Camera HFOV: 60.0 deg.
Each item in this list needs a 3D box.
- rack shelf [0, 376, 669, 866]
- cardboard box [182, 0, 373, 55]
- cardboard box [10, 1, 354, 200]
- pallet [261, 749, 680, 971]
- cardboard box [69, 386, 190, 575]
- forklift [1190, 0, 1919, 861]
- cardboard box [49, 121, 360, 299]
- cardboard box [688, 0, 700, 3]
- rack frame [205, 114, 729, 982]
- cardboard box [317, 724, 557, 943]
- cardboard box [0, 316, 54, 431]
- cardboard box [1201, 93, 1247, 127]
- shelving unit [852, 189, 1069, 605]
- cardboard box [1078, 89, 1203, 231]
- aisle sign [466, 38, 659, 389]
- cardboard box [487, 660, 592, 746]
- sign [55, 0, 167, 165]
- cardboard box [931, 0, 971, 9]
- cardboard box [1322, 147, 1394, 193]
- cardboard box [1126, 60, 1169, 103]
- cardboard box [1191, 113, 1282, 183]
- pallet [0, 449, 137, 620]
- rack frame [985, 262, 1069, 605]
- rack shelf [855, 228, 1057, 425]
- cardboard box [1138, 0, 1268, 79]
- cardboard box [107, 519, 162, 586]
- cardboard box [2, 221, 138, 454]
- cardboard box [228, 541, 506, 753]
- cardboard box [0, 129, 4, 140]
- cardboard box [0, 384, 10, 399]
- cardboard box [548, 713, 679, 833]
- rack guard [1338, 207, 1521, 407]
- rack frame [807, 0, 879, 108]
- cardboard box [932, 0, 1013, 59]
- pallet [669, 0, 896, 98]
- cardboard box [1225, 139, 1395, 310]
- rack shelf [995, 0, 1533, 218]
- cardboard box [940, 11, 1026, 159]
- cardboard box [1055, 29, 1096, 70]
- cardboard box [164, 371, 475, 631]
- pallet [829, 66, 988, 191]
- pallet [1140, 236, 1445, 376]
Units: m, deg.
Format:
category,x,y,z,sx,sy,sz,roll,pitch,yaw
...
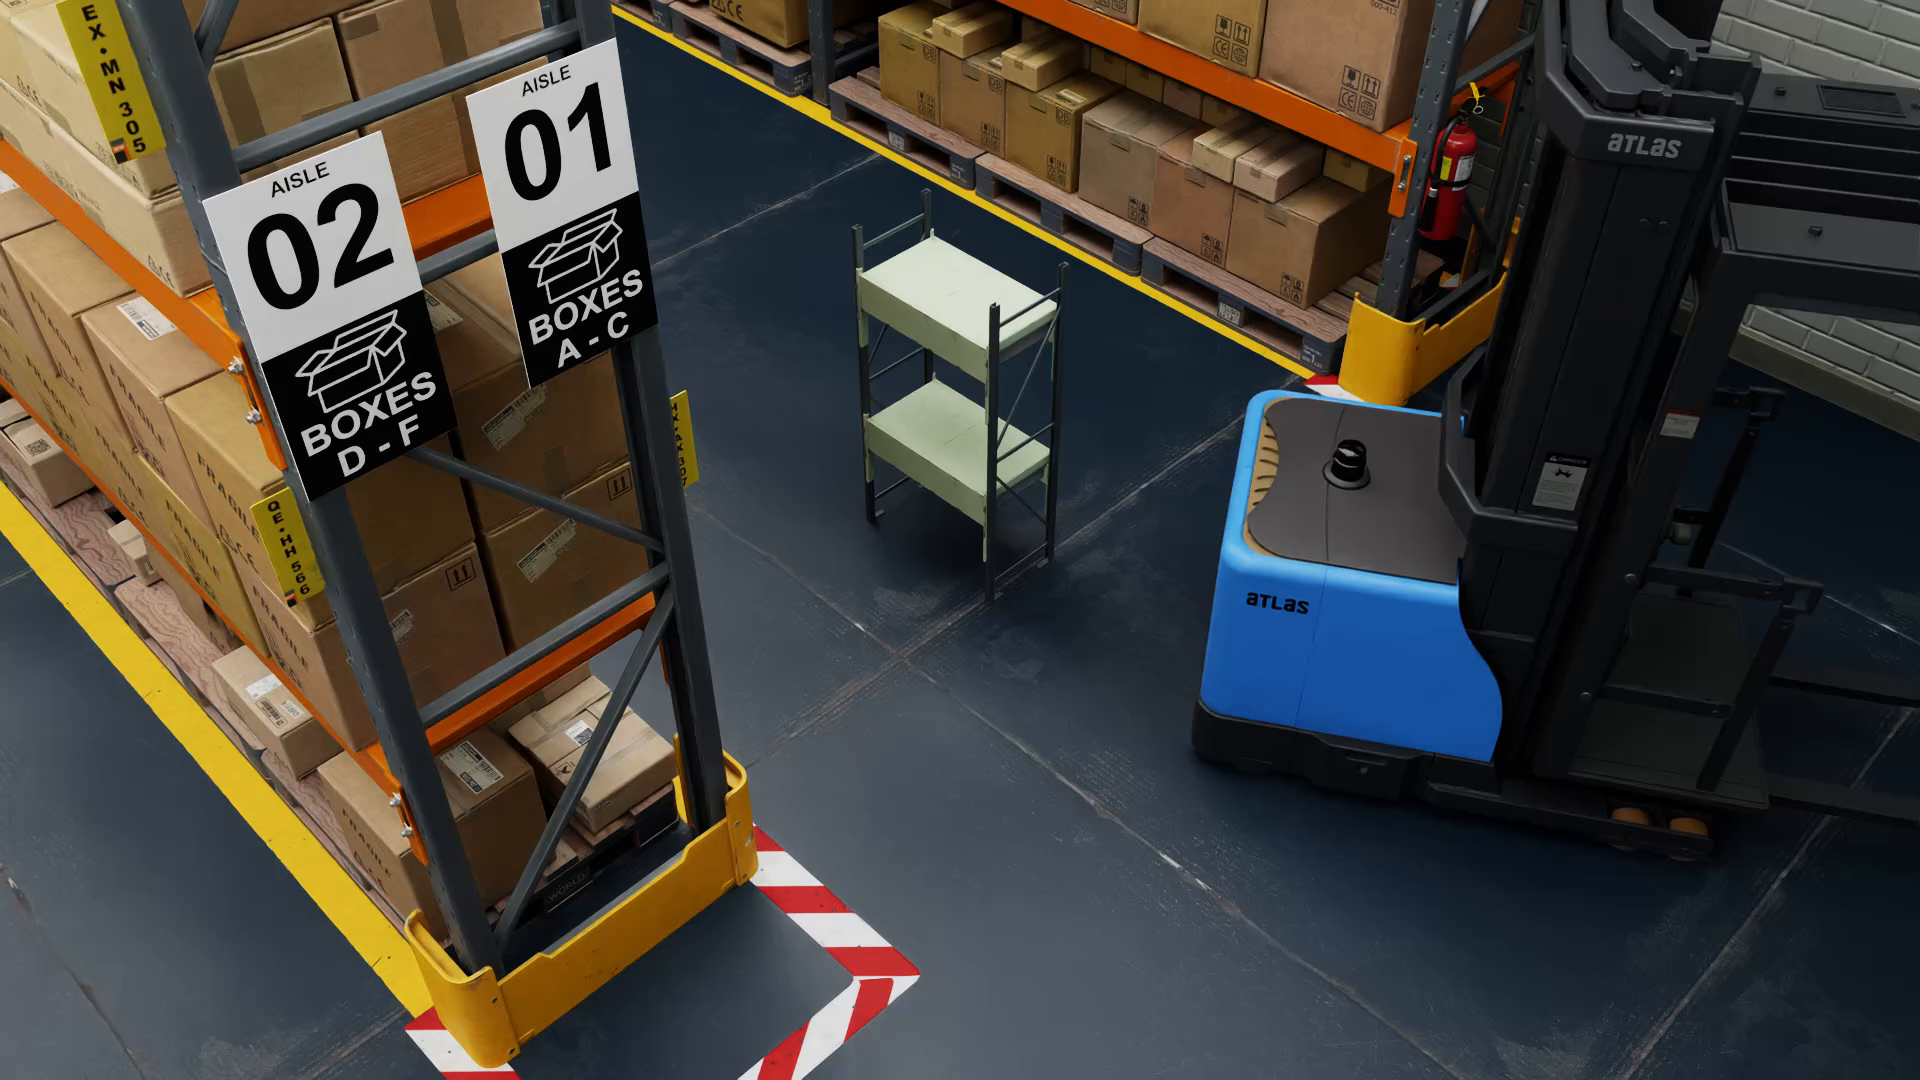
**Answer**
category,x,y,z,sx,sy,sz,roll,pitch,yaw
rack shelf,-2.591,-0.391,5.993,1.077,0.370,4.000,-34,53,-31
cardboard box,-1.553,-1.439,3.576,0.700,0.500,0.500,-34,53,-31
cardboard box,-1.722,-1.049,3.707,0.500,0.250,0.500,-34,53,-31
pallet,-1.796,0.911,6.109,1.003,0.211,1.213,-34,53,-31
cardboard box,-2.405,-0.306,5.297,0.500,0.500,0.500,-34,52,-31
forklift,2.451,-0.319,5.436,3.031,2.935,1.130,9,44,10
cardboard box,-1.728,-0.861,3.872,0.500,0.250,0.500,-34,53,-31
cardboard box,-1.680,-4.033,10.679,0.750,0.750,0.750,-32,52,-30
rack frame,-1.178,0.306,4.709,1.000,3.000,0.127,-34,53,-31
cardboard box,-1.737,0.919,5.563,0.500,0.500,0.500,-34,53,-31
cardboard box,-3.121,-0.792,5.823,0.500,0.500,0.500,34,52,31
cardboard box,1.456,-2.232,8.510,0.380,0.149,0.250,-34,52,-31
shelving unit,-0.005,-0.554,6.744,0.431,1.500,0.755,-34,53,-31
cardboard box,1.052,-2.077,8.820,0.500,0.500,0.700,32,52,30
aisle sign,-0.922,-0.757,3.944,0.394,0.787,0.004,-34,53,-31
cardboard box,-1.715,0.516,6.183,0.500,0.250,0.500,-34,53,-31
sign,-1.586,-0.865,3.113,0.100,0.325,0.005,-34,53,-31
cardboard box,-0.005,-3.223,9.582,0.250,0.149,0.380,34,52,31
cardboard box,1.991,-1.869,8.117,0.380,0.149,0.250,-34,52,-31
cardboard box,1.094,-2.477,8.775,0.380,0.149,0.250,-34,52,-31
cardboard box,1.360,-1.930,8.183,0.380,0.149,0.250,-33,52,-30
pallet,-3.519,-0.262,7.378,1.003,0.211,1.213,-34,53,-31
rack frame,0.254,-0.378,6.554,0.400,1.500,0.023,-34,53,-31
rack shelf,-0.005,-0.841,6.480,0.431,0.370,0.720,-34,53,-31
cardboard box,1.437,-2.765,7.811,0.700,0.700,0.980,34,52,31
cardboard box,-3.242,-0.021,6.826,0.380,0.166,0.250,-34,53,-31
cardboard box,-2.414,-0.670,4.954,0.500,0.500,0.500,-33,52,-30
cardboard box,-1.687,0.184,4.767,0.500,0.500,0.500,-32,52,-30
cardboard box,-2.436,-1.341,4.391,0.500,0.250,0.500,-34,53,-31
cardboard box,-4.555,-0.960,7.596,0.500,0.500,0.500,34,52,31
cardboard box,-1.231,0.825,5.923,0.380,0.149,0.250,-34,53,-31
rack guard,2.343,-1.141,8.116,1.175,0.500,0.348,-34,53,-31
rack frame,-0.499,-3.992,9.360,1.000,3.000,0.127,-34,53,-31
cardboard box,0.070,-2.806,9.131,0.380,0.149,0.250,-32,52,-30
pallet,-1.097,-3.303,10.669,1.003,0.211,1.213,-34,53,-31
cardboard box,1.761,-1.595,8.298,0.700,0.500,0.500,-34,53,-31
rack shelf,0.914,-2.767,8.564,1.077,0.370,4.000,-34,53,-31
cardboard box,0.309,-2.577,9.361,0.500,0.500,0.700,34,52,31
cardboard box,0.733,-2.723,9.041,0.380,0.149,0.250,-34,52,-31
cardboard box,-1.688,-0.180,4.425,0.500,0.500,0.500,34,52,31
pallet,-0.017,-2.565,9.871,1.003,0.211,1.213,-34,53,-31
pallet,1.706,-1.393,8.602,1.003,0.211,1.213,-34,53,-31
